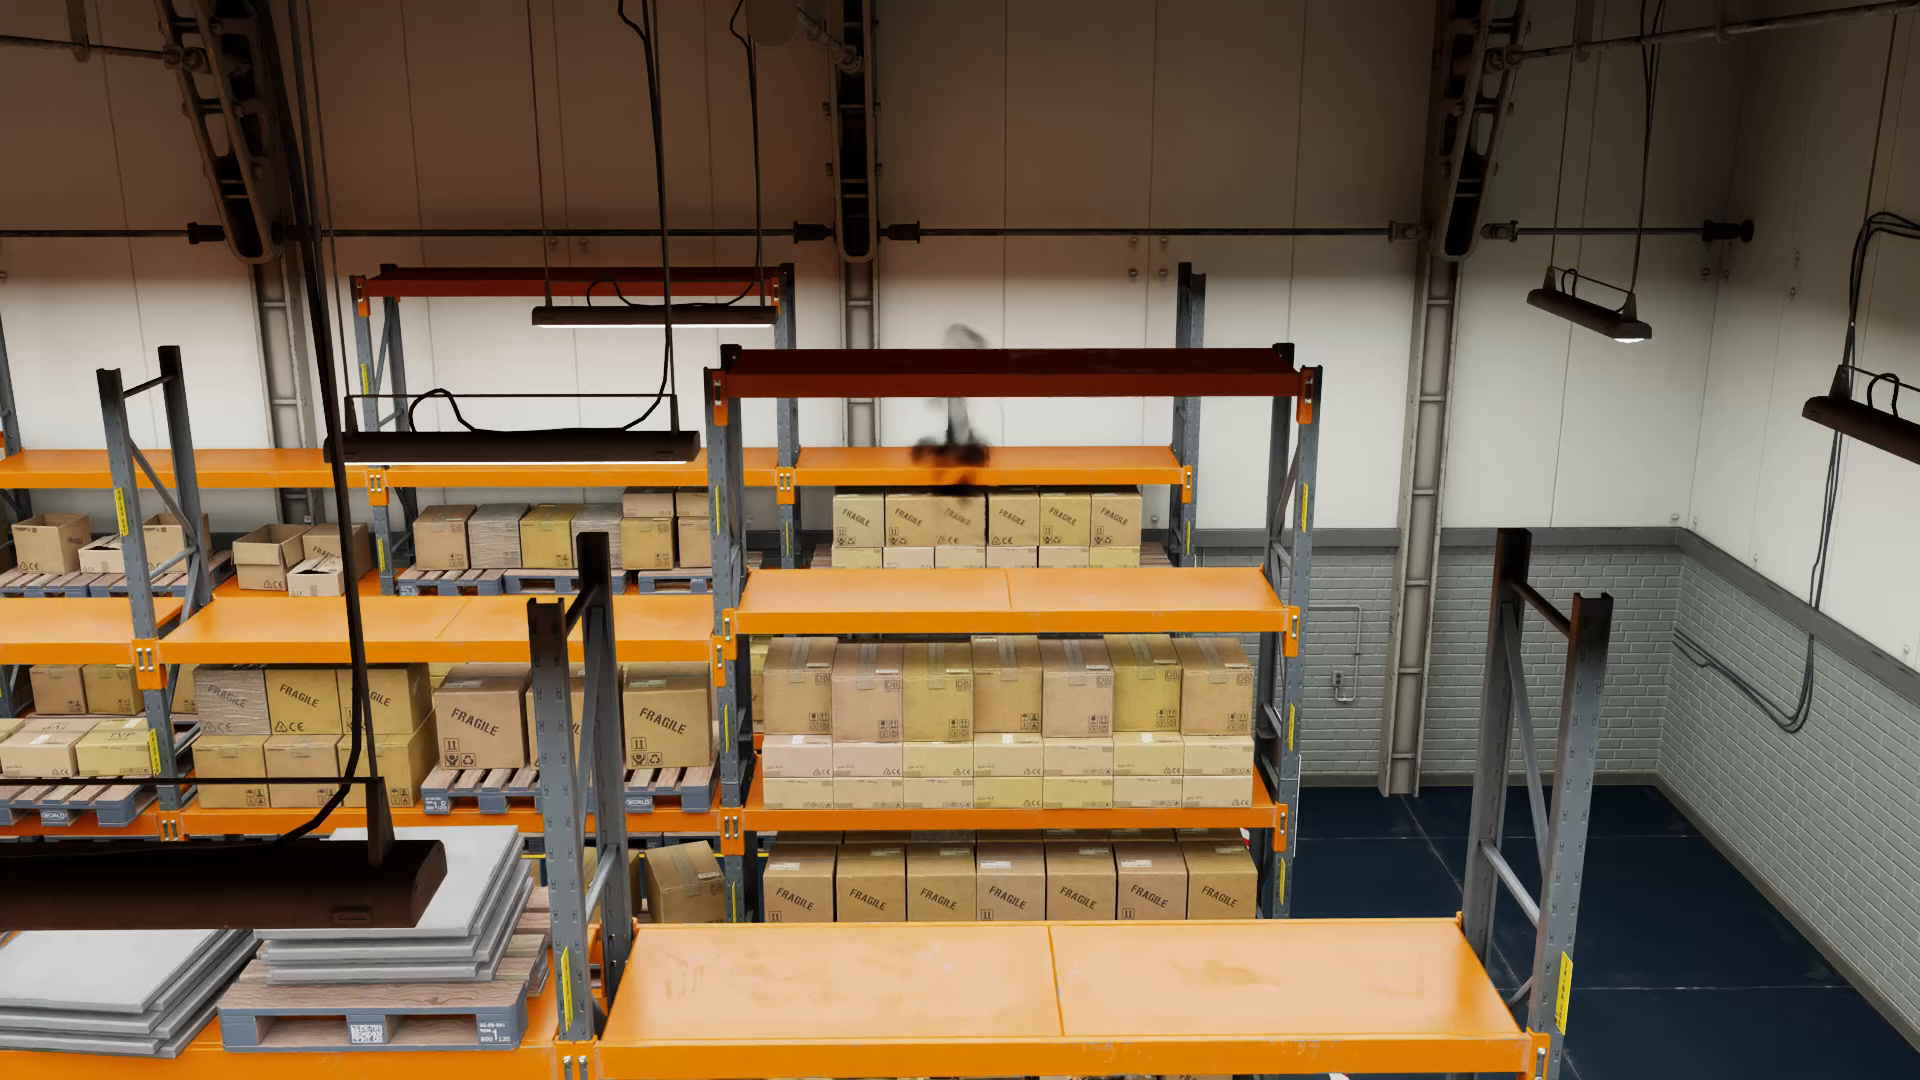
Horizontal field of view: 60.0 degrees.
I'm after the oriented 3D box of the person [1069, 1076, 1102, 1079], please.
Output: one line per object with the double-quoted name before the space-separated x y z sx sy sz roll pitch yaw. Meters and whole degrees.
"person" 0.848 4.243 11.115 0.626 1.689 0.633 -3 16 -11
